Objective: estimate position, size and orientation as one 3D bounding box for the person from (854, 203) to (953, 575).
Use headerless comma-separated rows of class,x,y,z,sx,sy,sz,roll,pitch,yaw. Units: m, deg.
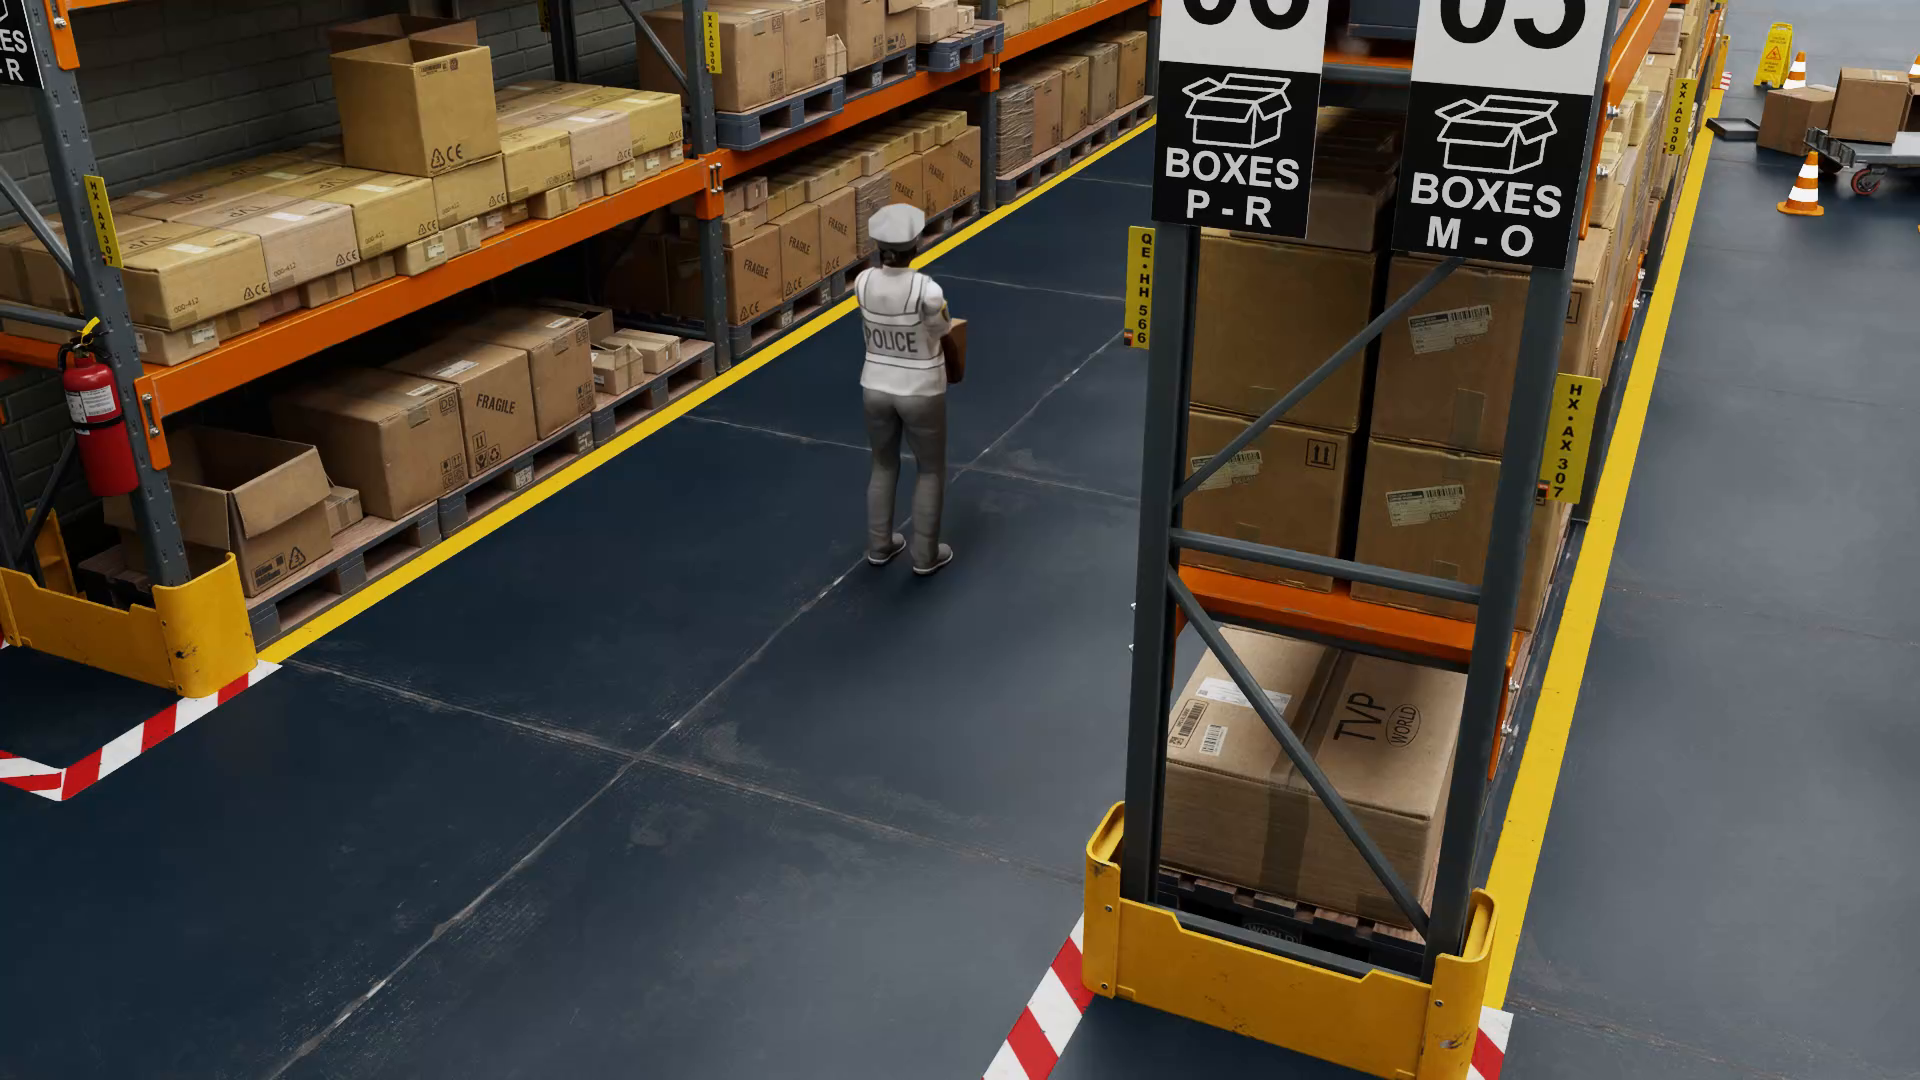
person,-0.249,-0.657,7.422,0.427,1.691,0.338,11,28,21
